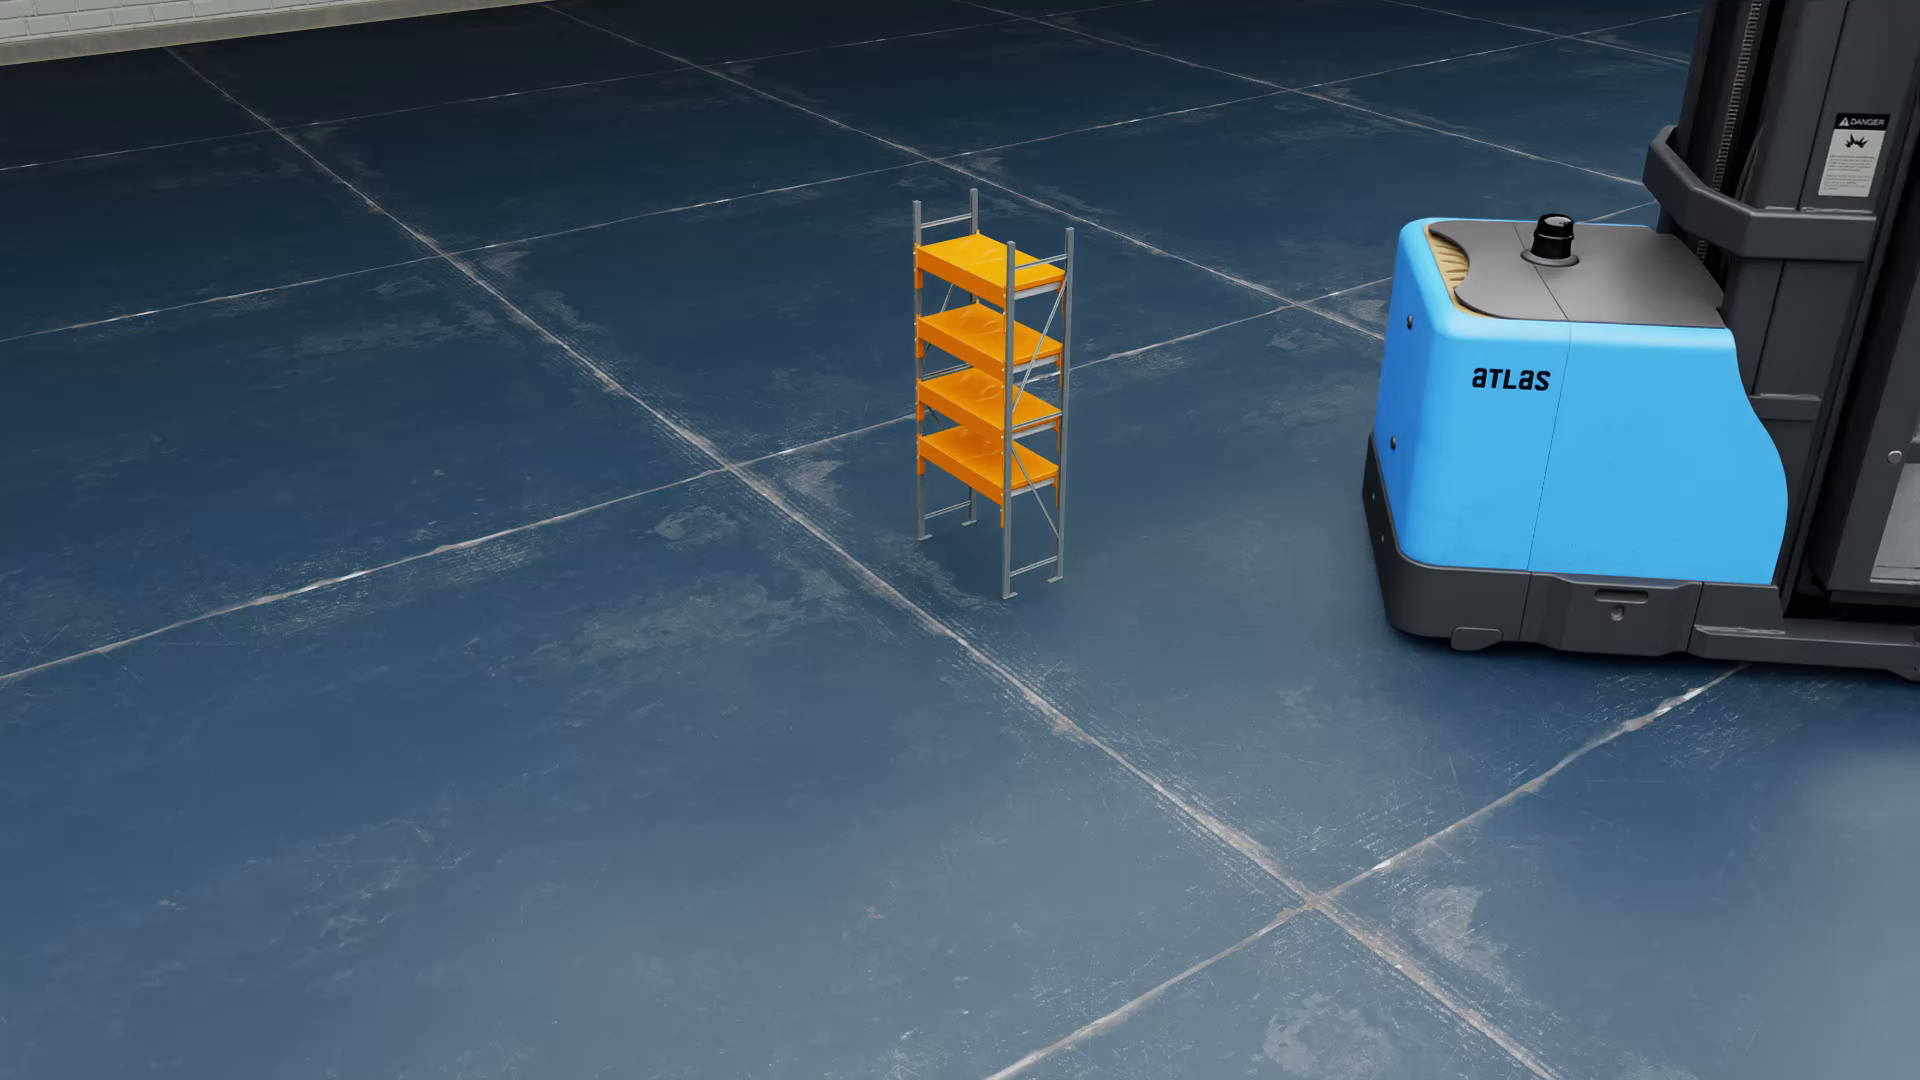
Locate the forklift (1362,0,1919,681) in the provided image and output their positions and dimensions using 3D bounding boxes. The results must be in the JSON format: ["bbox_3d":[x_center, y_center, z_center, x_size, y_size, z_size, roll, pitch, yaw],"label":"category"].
[{"bbox_3d":[2.879,-1.100,4.704,3.031,2.935,1.130,3,29,6],"label":"forklift"}]

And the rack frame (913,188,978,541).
[{"bbox_3d":[-0.046,-0.558,5.520,0.240,1.200,0.015,-19,34,-31],"label":"rack frame"}]

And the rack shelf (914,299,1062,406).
[{"bbox_3d":[0.096,-0.600,5.271,0.258,0.148,0.480,-19,34,-31],"label":"rack shelf"}]

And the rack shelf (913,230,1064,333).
[{"bbox_3d":[0.096,-0.808,5.158,0.258,0.148,0.480,-19,34,-31],"label":"rack shelf"}]

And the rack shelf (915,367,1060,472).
[{"bbox_3d":[0.096,-0.404,5.377,0.258,0.148,0.480,-19,34,-31],"label":"rack shelf"}]

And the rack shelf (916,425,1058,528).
[{"bbox_3d":[0.096,-0.229,5.472,0.258,0.148,0.480,-19,34,-31],"label":"rack shelf"}]

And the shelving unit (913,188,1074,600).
[{"bbox_3d":[0.096,-0.463,5.345,0.258,1.200,0.503,-19,34,-31],"label":"shelving unit"}]

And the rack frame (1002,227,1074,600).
[{"bbox_3d":[0.238,-0.368,5.170,0.240,1.200,0.015,-19,34,-31],"label":"rack frame"}]
